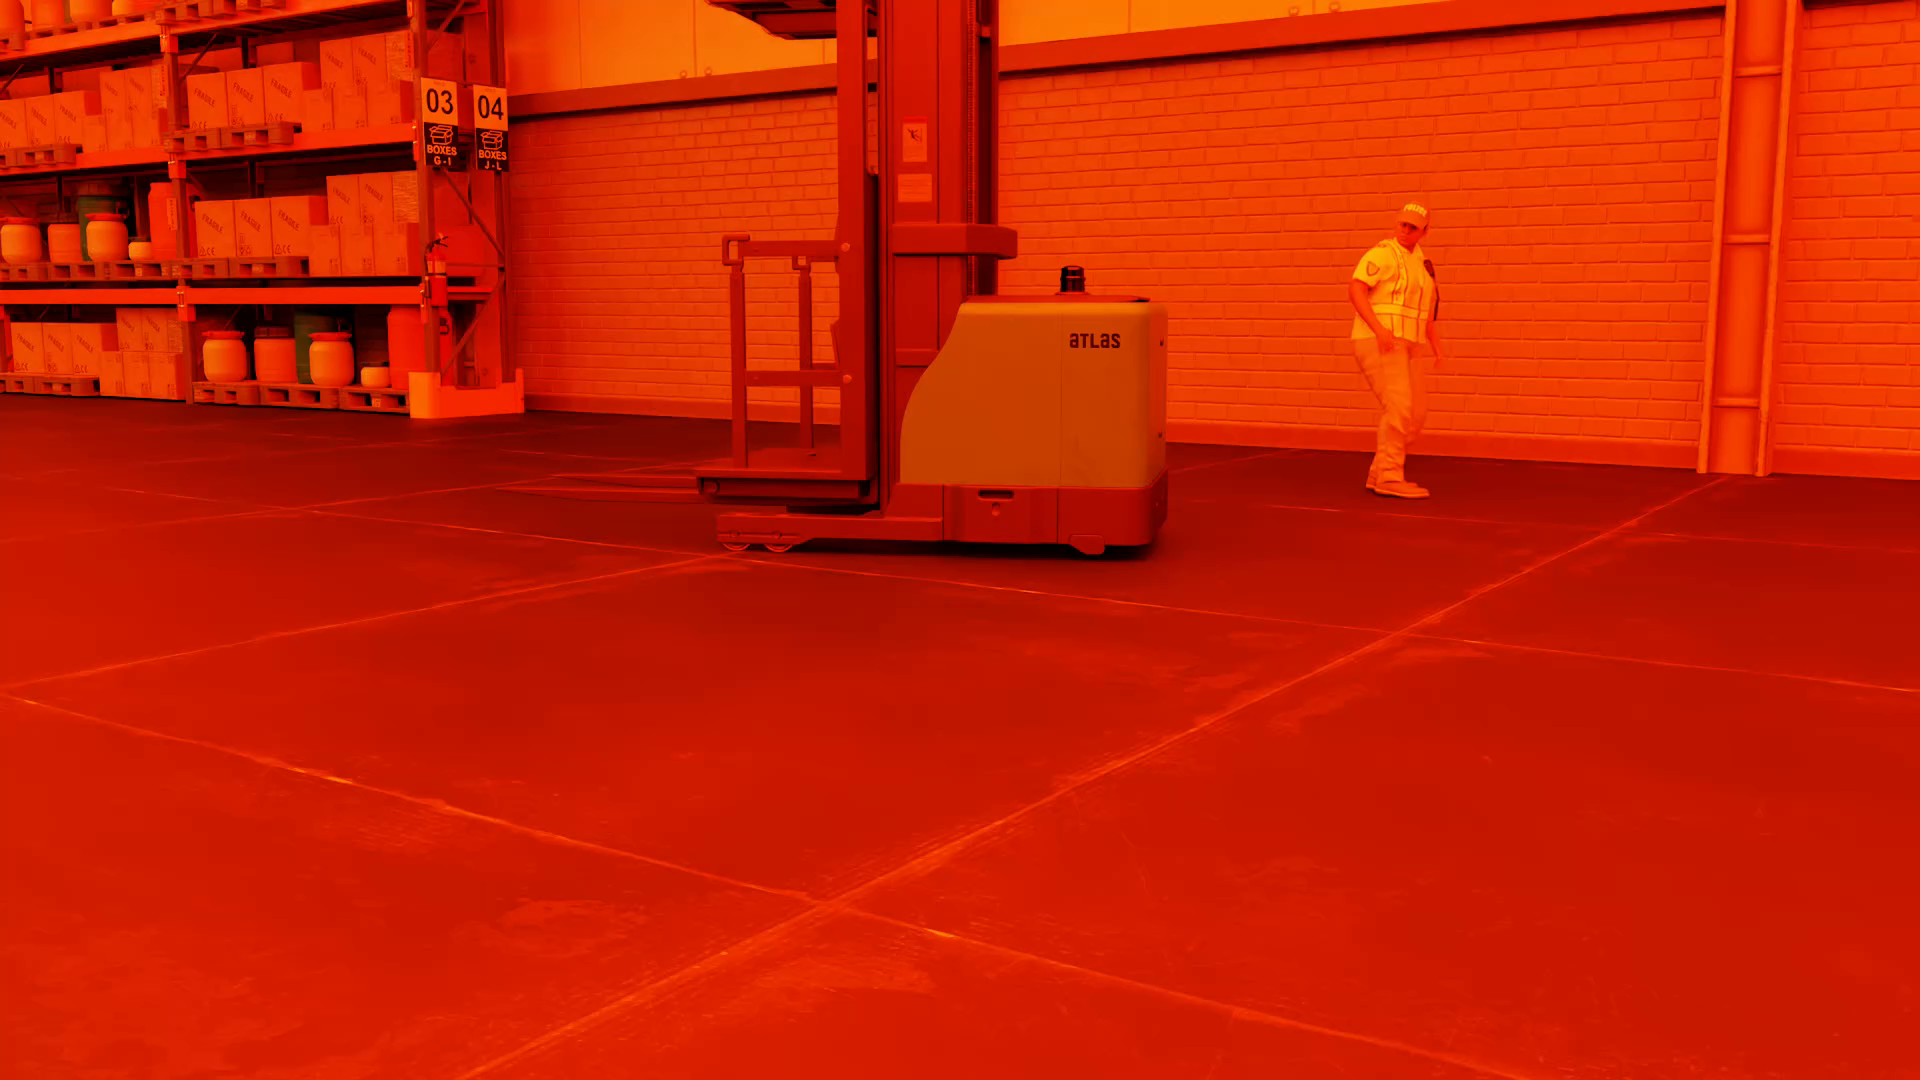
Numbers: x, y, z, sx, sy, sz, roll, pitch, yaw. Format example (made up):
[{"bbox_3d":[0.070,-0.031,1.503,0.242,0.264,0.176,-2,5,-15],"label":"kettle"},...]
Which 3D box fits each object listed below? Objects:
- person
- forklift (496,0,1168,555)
[{"bbox_3d":[2.507,-1.075,9.376,0.512,1.641,0.673,7,11,41],"label":"person"},{"bbox_3d":[-0.596,-1.469,7.520,3.031,2.935,1.130,2,8,12],"label":"forklift"}]
